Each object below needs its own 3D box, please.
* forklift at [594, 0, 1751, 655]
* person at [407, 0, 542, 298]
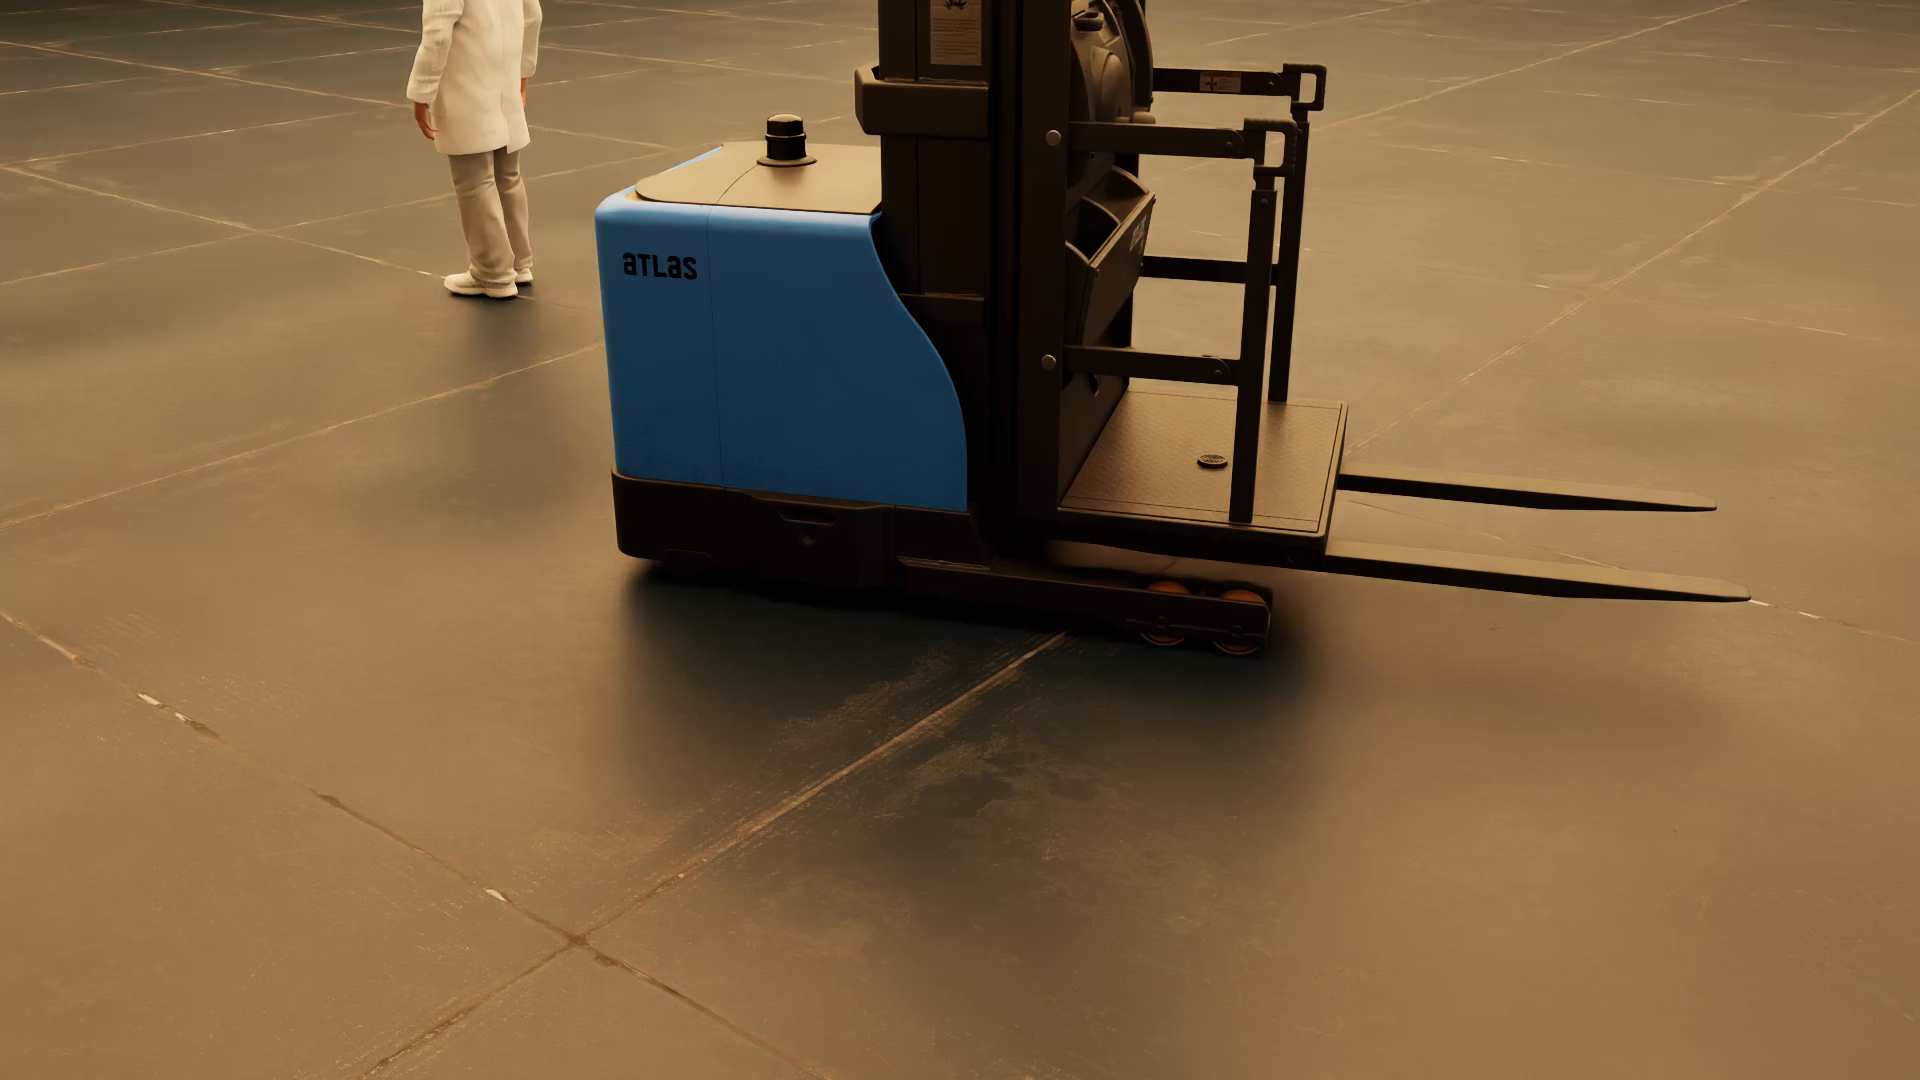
[{"bbox_3d":[0.587,-1.281,4.284,3.031,2.935,1.130,6,24,14],"label":"forklift"},{"bbox_3d":[-2.174,-1.953,7.265,0.580,1.776,0.695,14,27,28],"label":"person"}]
